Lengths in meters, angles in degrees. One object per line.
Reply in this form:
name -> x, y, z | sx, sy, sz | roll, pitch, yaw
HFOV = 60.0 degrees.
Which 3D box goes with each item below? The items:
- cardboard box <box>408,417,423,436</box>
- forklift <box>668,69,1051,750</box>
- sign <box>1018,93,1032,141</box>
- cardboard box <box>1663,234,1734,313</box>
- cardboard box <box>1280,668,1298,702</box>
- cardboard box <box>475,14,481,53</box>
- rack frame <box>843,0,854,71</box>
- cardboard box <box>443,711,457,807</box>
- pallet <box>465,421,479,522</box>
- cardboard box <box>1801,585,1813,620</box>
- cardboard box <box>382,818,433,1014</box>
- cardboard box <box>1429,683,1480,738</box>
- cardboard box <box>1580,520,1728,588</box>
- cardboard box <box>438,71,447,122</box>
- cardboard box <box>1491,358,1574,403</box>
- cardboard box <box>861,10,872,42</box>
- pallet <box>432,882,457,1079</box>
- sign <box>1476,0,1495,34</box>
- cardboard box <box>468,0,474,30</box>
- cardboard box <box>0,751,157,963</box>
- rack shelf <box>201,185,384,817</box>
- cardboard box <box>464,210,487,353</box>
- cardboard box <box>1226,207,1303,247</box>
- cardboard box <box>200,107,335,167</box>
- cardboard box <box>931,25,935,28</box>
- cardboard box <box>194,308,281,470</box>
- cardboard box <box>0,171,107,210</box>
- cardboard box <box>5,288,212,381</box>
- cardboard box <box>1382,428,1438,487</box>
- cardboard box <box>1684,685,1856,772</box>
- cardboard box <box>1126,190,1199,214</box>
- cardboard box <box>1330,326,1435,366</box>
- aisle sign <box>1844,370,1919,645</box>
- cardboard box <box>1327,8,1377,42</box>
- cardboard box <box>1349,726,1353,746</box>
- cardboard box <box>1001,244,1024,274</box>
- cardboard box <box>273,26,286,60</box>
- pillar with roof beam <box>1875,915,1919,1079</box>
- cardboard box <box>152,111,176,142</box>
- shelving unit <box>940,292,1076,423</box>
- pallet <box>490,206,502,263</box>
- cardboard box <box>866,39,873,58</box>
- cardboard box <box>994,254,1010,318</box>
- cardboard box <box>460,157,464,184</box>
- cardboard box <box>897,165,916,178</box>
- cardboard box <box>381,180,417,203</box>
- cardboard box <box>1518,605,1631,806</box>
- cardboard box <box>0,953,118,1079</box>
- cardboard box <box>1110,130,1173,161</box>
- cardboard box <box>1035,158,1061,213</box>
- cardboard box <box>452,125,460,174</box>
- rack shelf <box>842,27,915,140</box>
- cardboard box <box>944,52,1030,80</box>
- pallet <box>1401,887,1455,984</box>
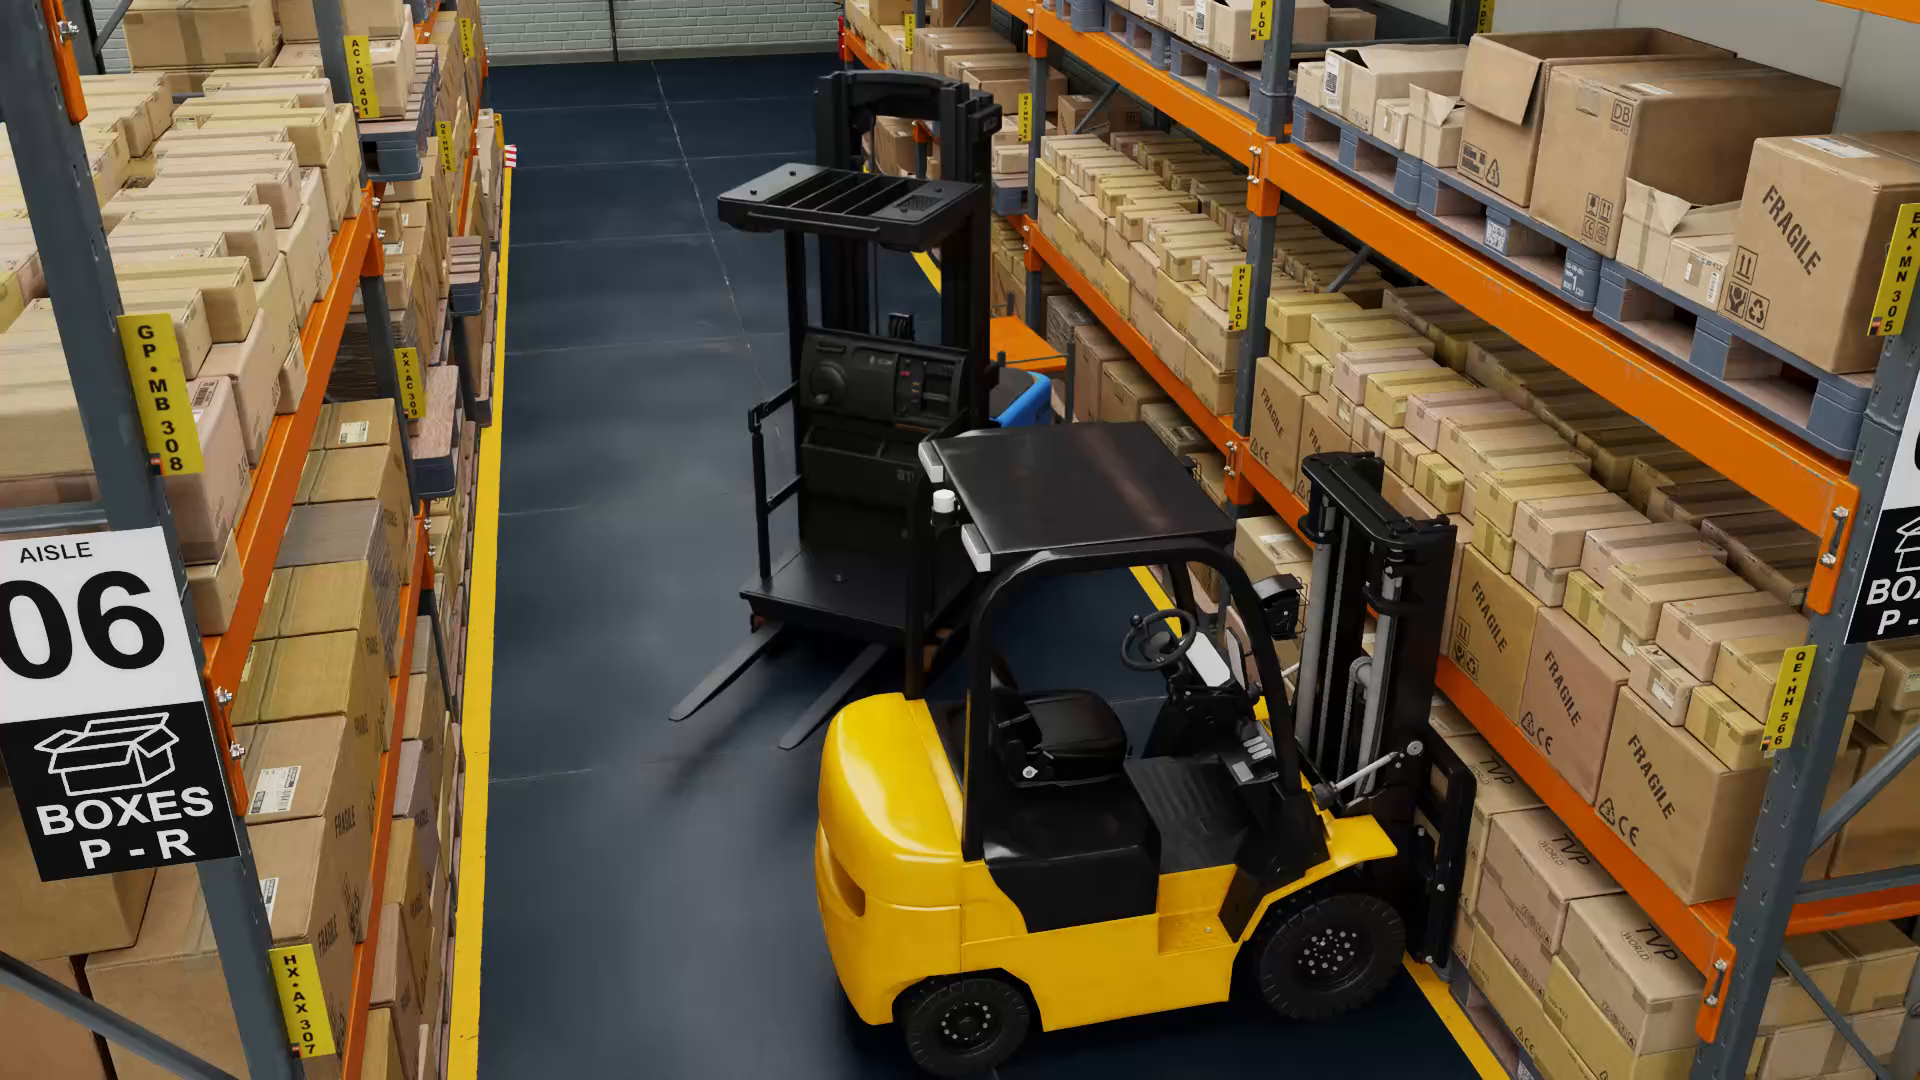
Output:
cardboard box -> -2.769, -0.595, 7.913 | 0.380, 0.149, 0.250 | -6, 27, -11
forklift -> -0.501, -0.810, 8.601 | 1.130, 2.935, 3.031 | 11, 29, 21
sign -> 0.455, -2.929, 11.527 | 0.100, 0.325, 0.005 | -6, 27, -12
cardboard box -> 2.302, -0.787, 4.853 | 0.380, 0.149, 0.250 | -7, 28, -13
cardboard box -> 1.799, 0.756, 8.008 | 0.500, 0.250, 0.500 | -7, 28, -13
cardboard box -> -5.191, -5.151, 17.016 | 0.500, 0.500, 0.500 | -7, 28, -13
rack frame -> -0.821, -6.019, 18.846 | 1.000, 3.000, 0.127 | -6, 27, -12
cardboard box -> -2.557, 1.027, 7.472 | 0.500, 0.250, 0.500 | -5, 27, -9
pallet -> -3.679, -0.413, 10.834 | 1.003, 0.211, 1.213 | -6, 27, -12
cardboard box -> 2.918, 0.246, 5.273 | 0.380, 0.149, 0.250 | -5, 27, -10
cardboard box -> -2.196, 1.373, 5.953 | 0.500, 0.500, 0.500 | -5, 27, -11
cardboard box -> 2.026, 0.761, 6.889 | 0.500, 0.250, 0.500 | -7, 28, -13
cardboard box -> 2.344, 0.068, 5.625 | 0.380, 0.149, 0.250 | -6, 27, -11
cardboard box -> -3.848, -2.950, 11.546 | 0.500, 0.500, 0.500 | -6, 27, -11
cardboard box -> 2.495, -0.660, 7.067 | 0.380, 0.149, 0.250 | -6, 27, -12
cardboard box -> -0.750, -5.415, 17.485 | 0.500, 0.250, 0.500 | -6, 27, -13
pallet -> -2.488, 1.828, 6.395 | 1.003, 0.211, 1.213 | -6, 27, -12
sign -> 2.423, -2.413, 7.712 | 0.100, 0.325, 0.005 | -6, 27, -12
cardboard box -> -4.950, -5.152, 15.908 | 0.500, 0.500, 0.500 | -6, 27, -12
cardboard box -> -2.378, 0.685, 4.013 | 0.700, 0.500, 0.500 | -7, 28, -13
rack shelf -> -2.501, -0.385, 5.154 | 1.077, 0.370, 4.000 | -6, 27, -12
cardboard box -> -4.125, -1.944, 12.664 | 0.875, 0.875, 0.875 | -6, 27, -11
cardboard box -> 1.777, -1.826, 9.708 | 0.380, 0.149, 0.250 | -6, 27, -12
cardboard box -> -2.377, -1.381, 5.722 | 0.380, 0.149, 0.250 | -5, 27, -10
cardboard box -> -0.003, -5.020, 16.703 | 0.500, 0.250, 0.500 | -5, 27, -10
cardboard box -> -2.008, -0.364, 4.150 | 0.500, 0.250, 0.500 | -6, 27, -12
cardboard box -> -2.768, -0.983, 4.933 | 0.380, 0.149, 0.250 | -5, 27, -11
cardboard box -> -2.001, -0.474, 3.925 | 0.380, 0.149, 0.250 | -6, 27, -12
cardboard box -> 1.959, -0.354, 6.791 | 0.380, 0.149, 0.250 | -7, 28, -13
cardboard box -> 2.433, 0.547, 5.006 | 0.380, 0.149, 0.250 | -6, 27, -11
cardboard box -> 1.220, -2.001, 10.055 | 0.380, 0.149, 0.250 | -6, 27, -12
cardboard box -> 1.879, -0.831, 7.407 | 0.380, 0.149, 0.250 | -6, 27, -13
aisle sign -> 2.513, -0.097, 4.228 | 0.394, 0.787, 0.004 | -6, 27, -12
cardboard box -> 1.883, -2.603, 8.450 | 0.380, 0.149, 0.250 | -6, 27, -12
cardboard box -> 1.909, 0.752, 7.461 | 0.500, 0.250, 0.500 | -6, 27, -12
cardboard box -> 0.532, -2.176, 12.820 | 0.380, 0.149, 0.250 | -7, 28, -14
cardboard box -> -3.334, -2.169, 7.590 | 0.500, 0.250, 0.500 | -6, 27, -11
pillar with roof beam -> -0.689, -1.633, 3.499 | 9.100, 9.000, 0.400 | -6, 27, -12
cardboard box -> -3.120, -1.429, 6.260 | 0.500, 0.250, 0.500 | -7, 28, -13
shelving unit -> 0.291, -0.882, 10.749 | 0.538, 1.125, 1.048 | -9, 28, -18
pallet -> -4.850, -2.854, 15.671 | 1.003, 0.211, 1.213 | -6, 27, -12
cardboard box -> -0.773, -5.164, 17.431 | 0.380, 0.149, 0.250 | -7, 28, -13
cardboard box -> 0.574, -1.963, 13.118 | 0.500, 0.500, 0.500 | -6, 27, -12
cardboard box -> -4.079, -2.846, 12.725 | 0.500, 0.250, 0.500 | -6, 27, -12
cardboard box -> -0.412, -3.601, 16.624 | 0.396, 0.266, 0.258 | -5, 27, -10
cardboard box -> -3.210, -1.966, 9.189 | 0.380, 0.149, 0.250 | -7, 28, -14
cardboard box -> 2.310, 0.542, 5.736 | 0.500, 0.500, 0.500 | -5, 27, -10
cardboard box -> -2.441, 1.123, 4.255 | 0.500, 0.500, 0.500 | -6, 27, -13
cardboard box -> 1.252, -2.719, 11.477 | 0.380, 0.149, 0.250 | -5, 27, -10
cardboard box -> 0.819, -2.441, 11.369 | 0.500, 0.250, 0.500 | -6, 27, -12
cardboard box -> -3.943, -2.852, 12.183 | 0.500, 0.250, 0.500 | -6, 27, -12
rack shelf -> -0.371, -4.820, 17.269 | 1.077, 0.370, 4.000 | -6, 27, -12
cardboard box -> 0.265, -3.688, 13.651 | 0.700, 0.500, 0.500 | -6, 27, -12
pallet -> 2.300, 1.384, 7.274 | 1.003, 0.211, 1.213 | -6, 27, -12
